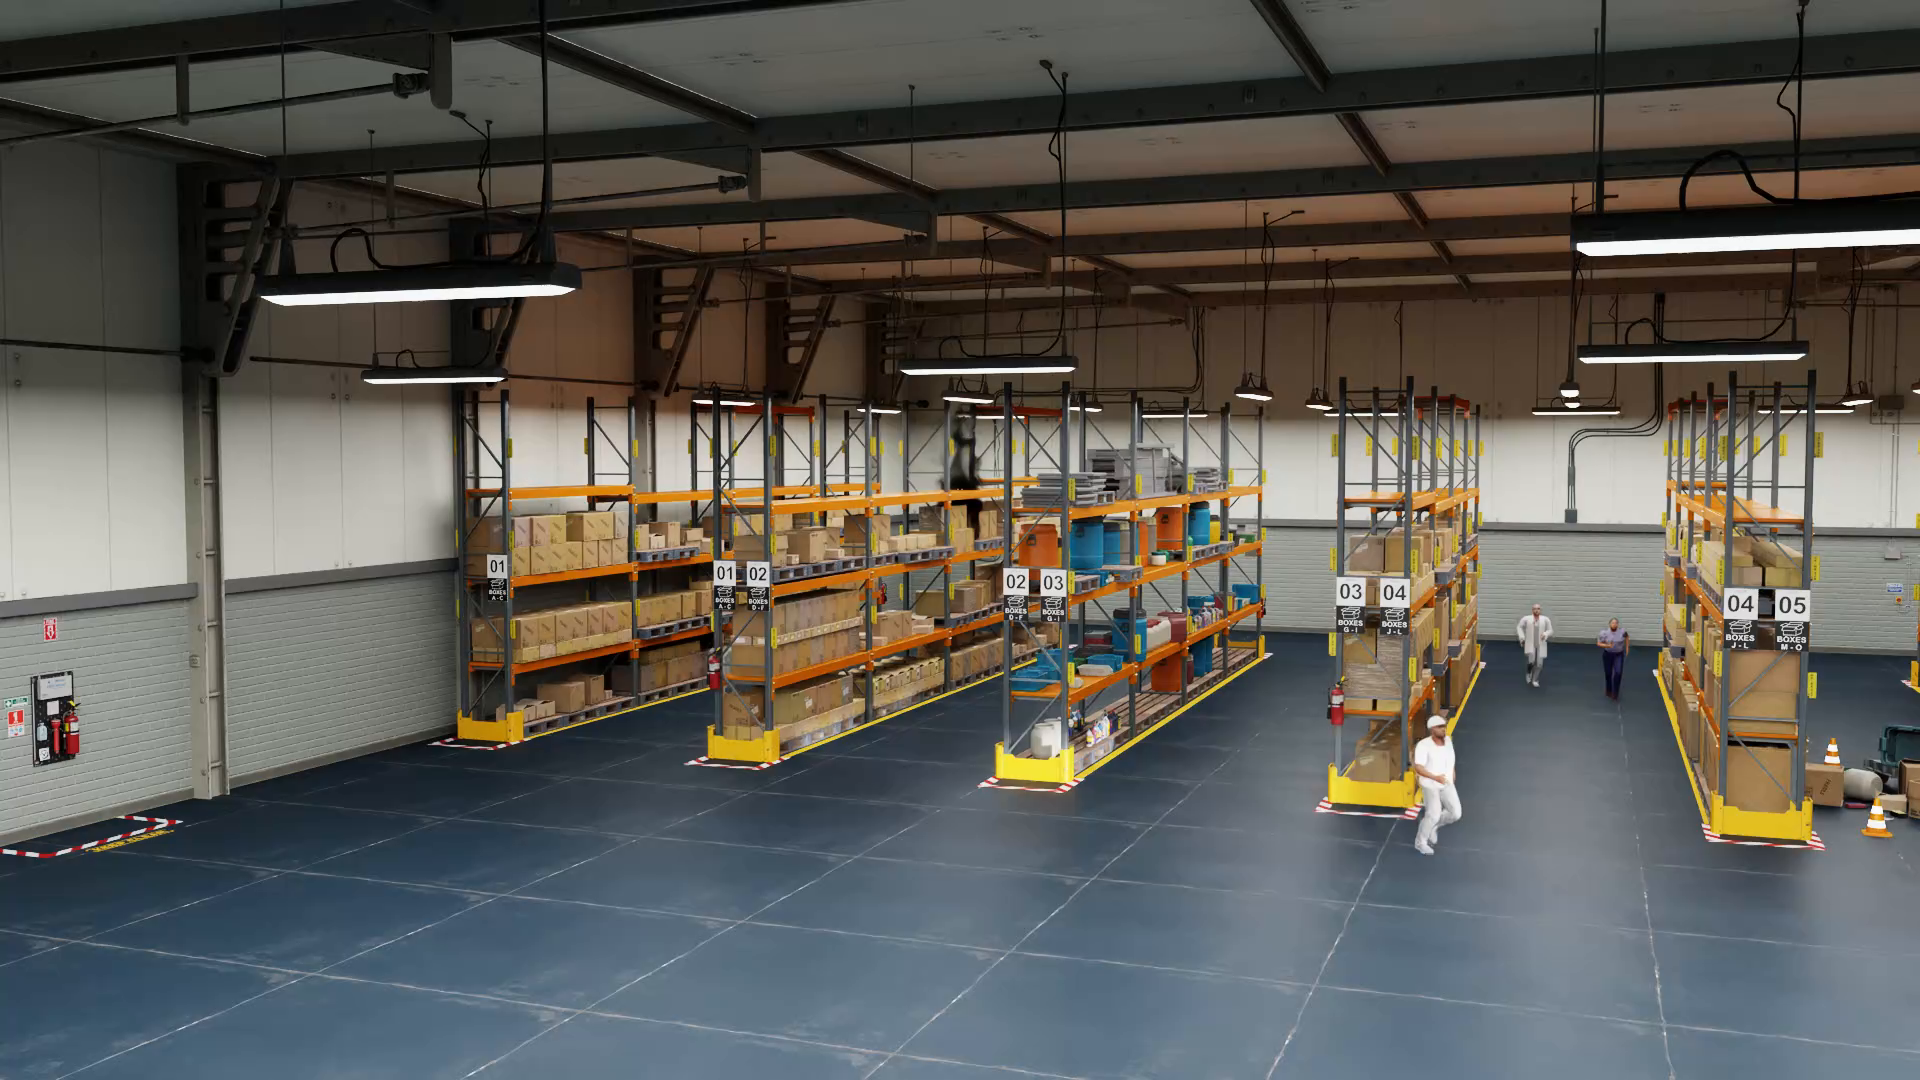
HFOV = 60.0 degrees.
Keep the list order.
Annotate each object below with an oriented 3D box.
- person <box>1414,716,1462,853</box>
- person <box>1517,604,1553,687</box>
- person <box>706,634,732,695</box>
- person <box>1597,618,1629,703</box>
[{"bbox_3d":[5.905,3.014,20.455,0.729,1.719,0.684,-1,3,-25],"label":"person"},{"bbox_3d":[12.055,2.213,34.836,0.705,1.737,0.620,1,3,12],"label":"person"},{"bbox_3d":[-4.339,2.525,30.221,0.571,1.675,0.709,1,3,15],"label":"person"},{"bbox_3d":[12.980,2.374,33.075,0.627,1.694,0.858,1,3,14],"label":"person"}]
